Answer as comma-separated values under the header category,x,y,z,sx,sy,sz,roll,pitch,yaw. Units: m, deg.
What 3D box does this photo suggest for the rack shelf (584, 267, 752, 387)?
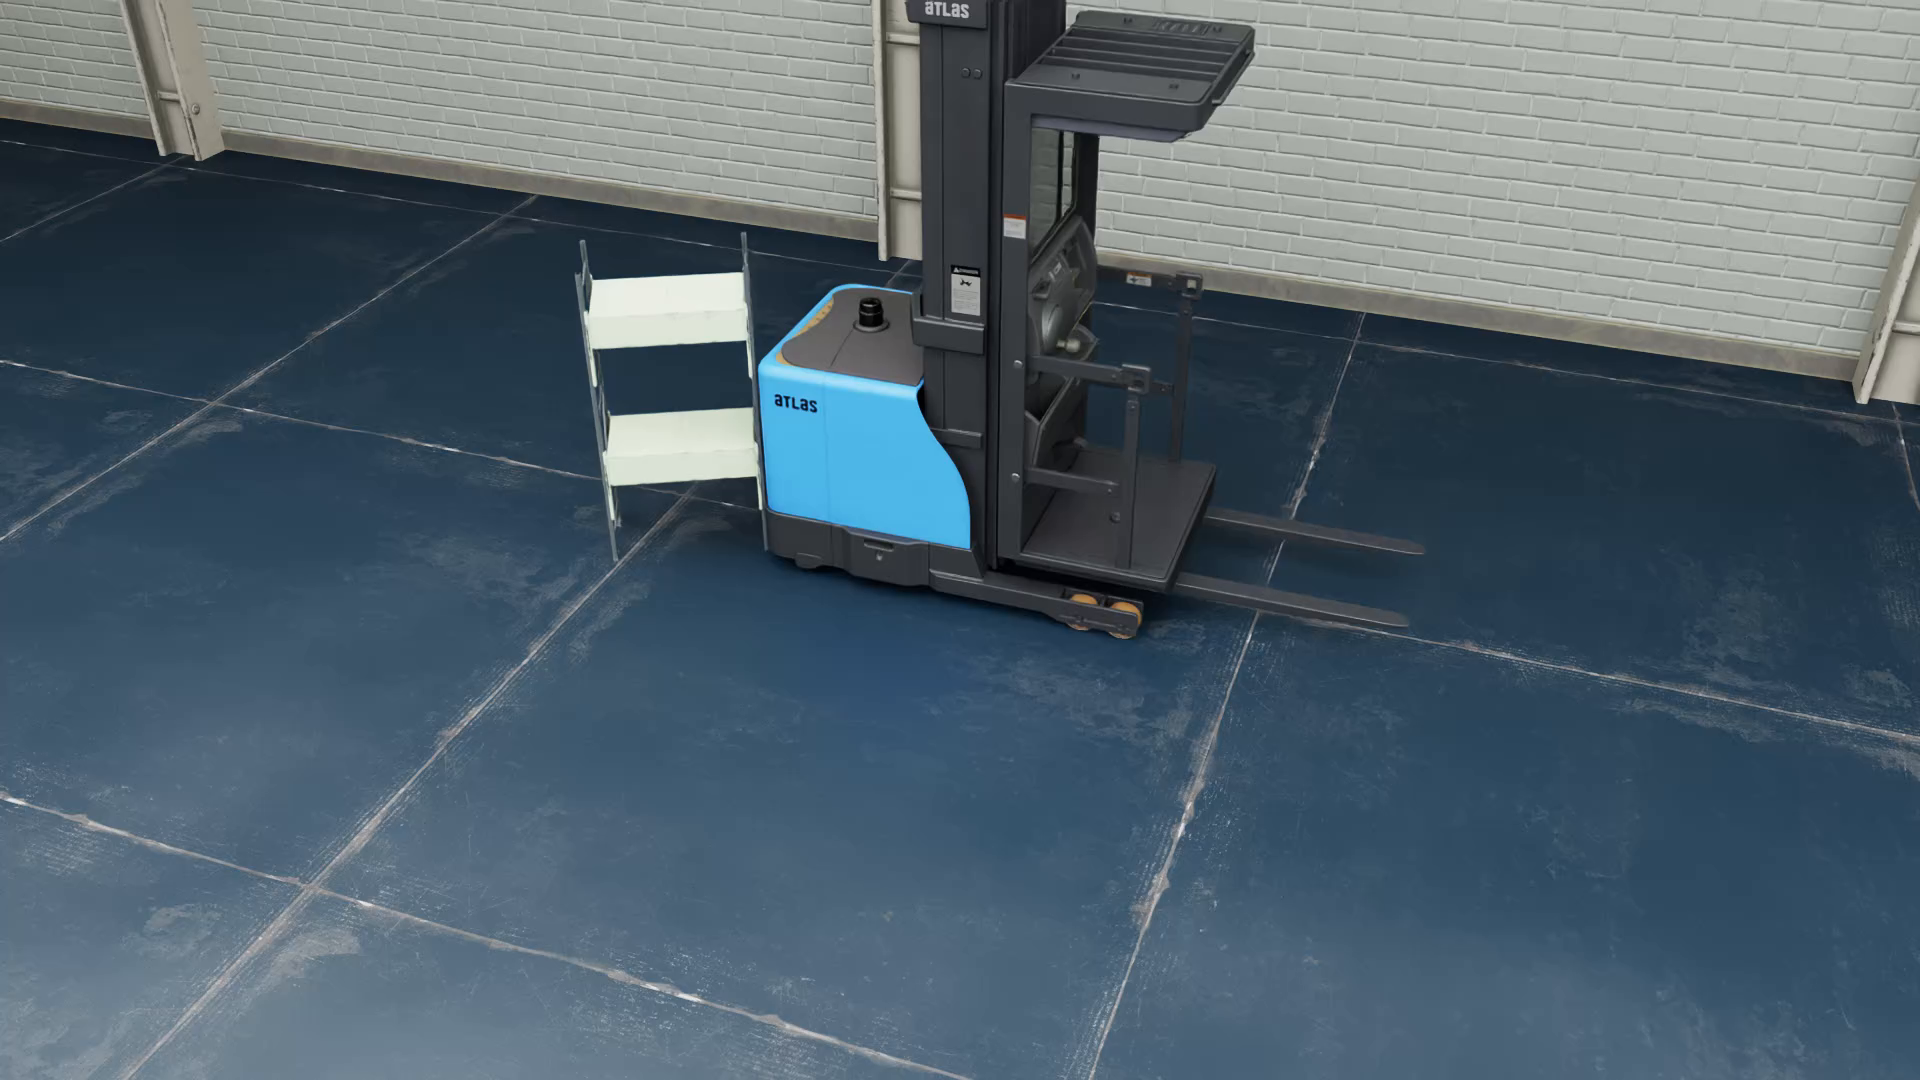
category,x,y,z,sx,sy,sz,roll,pitch,yaw
rack shelf,-1.338,-0.989,7.679,0.720,0.370,0.431,-4,33,-6

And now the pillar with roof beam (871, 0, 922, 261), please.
category,x,y,z,sx,sy,sz,roll,pitch,yaw
pillar with roof beam,-1.762,-3.505,5.382,0.400,9.000,9.100,11,34,16

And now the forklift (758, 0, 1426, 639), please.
category,x,y,z,sx,sy,sz,roll,pitch,yaw
forklift,0.640,-1.108,7.263,3.031,2.935,1.130,11,34,16

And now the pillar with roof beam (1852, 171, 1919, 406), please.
category,x,y,z,sx,sy,sz,roll,pitch,yaw
pillar with roof beam,3.886,-2.407,3.681,0.400,9.000,9.100,11,34,16

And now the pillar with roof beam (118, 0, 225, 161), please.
category,x,y,z,sx,sy,sz,roll,pitch,yaw
pillar with roof beam,-7.410,-4.603,7.083,0.400,9.000,9.100,11,34,16

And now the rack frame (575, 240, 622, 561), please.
category,x,y,z,sx,sy,sz,roll,pitch,yaw
rack frame,-1.701,-0.635,7.851,0.023,1.500,0.400,-4,33,-6

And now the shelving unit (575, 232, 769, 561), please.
category,x,y,z,sx,sy,sz,roll,pitch,yaw
shelving unit,-1.338,-0.661,7.891,0.755,1.500,0.431,-4,33,-6

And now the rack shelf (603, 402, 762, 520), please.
category,x,y,z,sx,sy,sz,roll,pitch,yaw
rack shelf,-1.338,-0.387,8.068,0.720,0.370,0.431,-4,33,-6

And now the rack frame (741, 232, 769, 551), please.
category,x,y,z,sx,sy,sz,roll,pitch,yaw
rack frame,-0.975,-0.687,7.931,0.023,1.500,0.400,-4,33,-6
